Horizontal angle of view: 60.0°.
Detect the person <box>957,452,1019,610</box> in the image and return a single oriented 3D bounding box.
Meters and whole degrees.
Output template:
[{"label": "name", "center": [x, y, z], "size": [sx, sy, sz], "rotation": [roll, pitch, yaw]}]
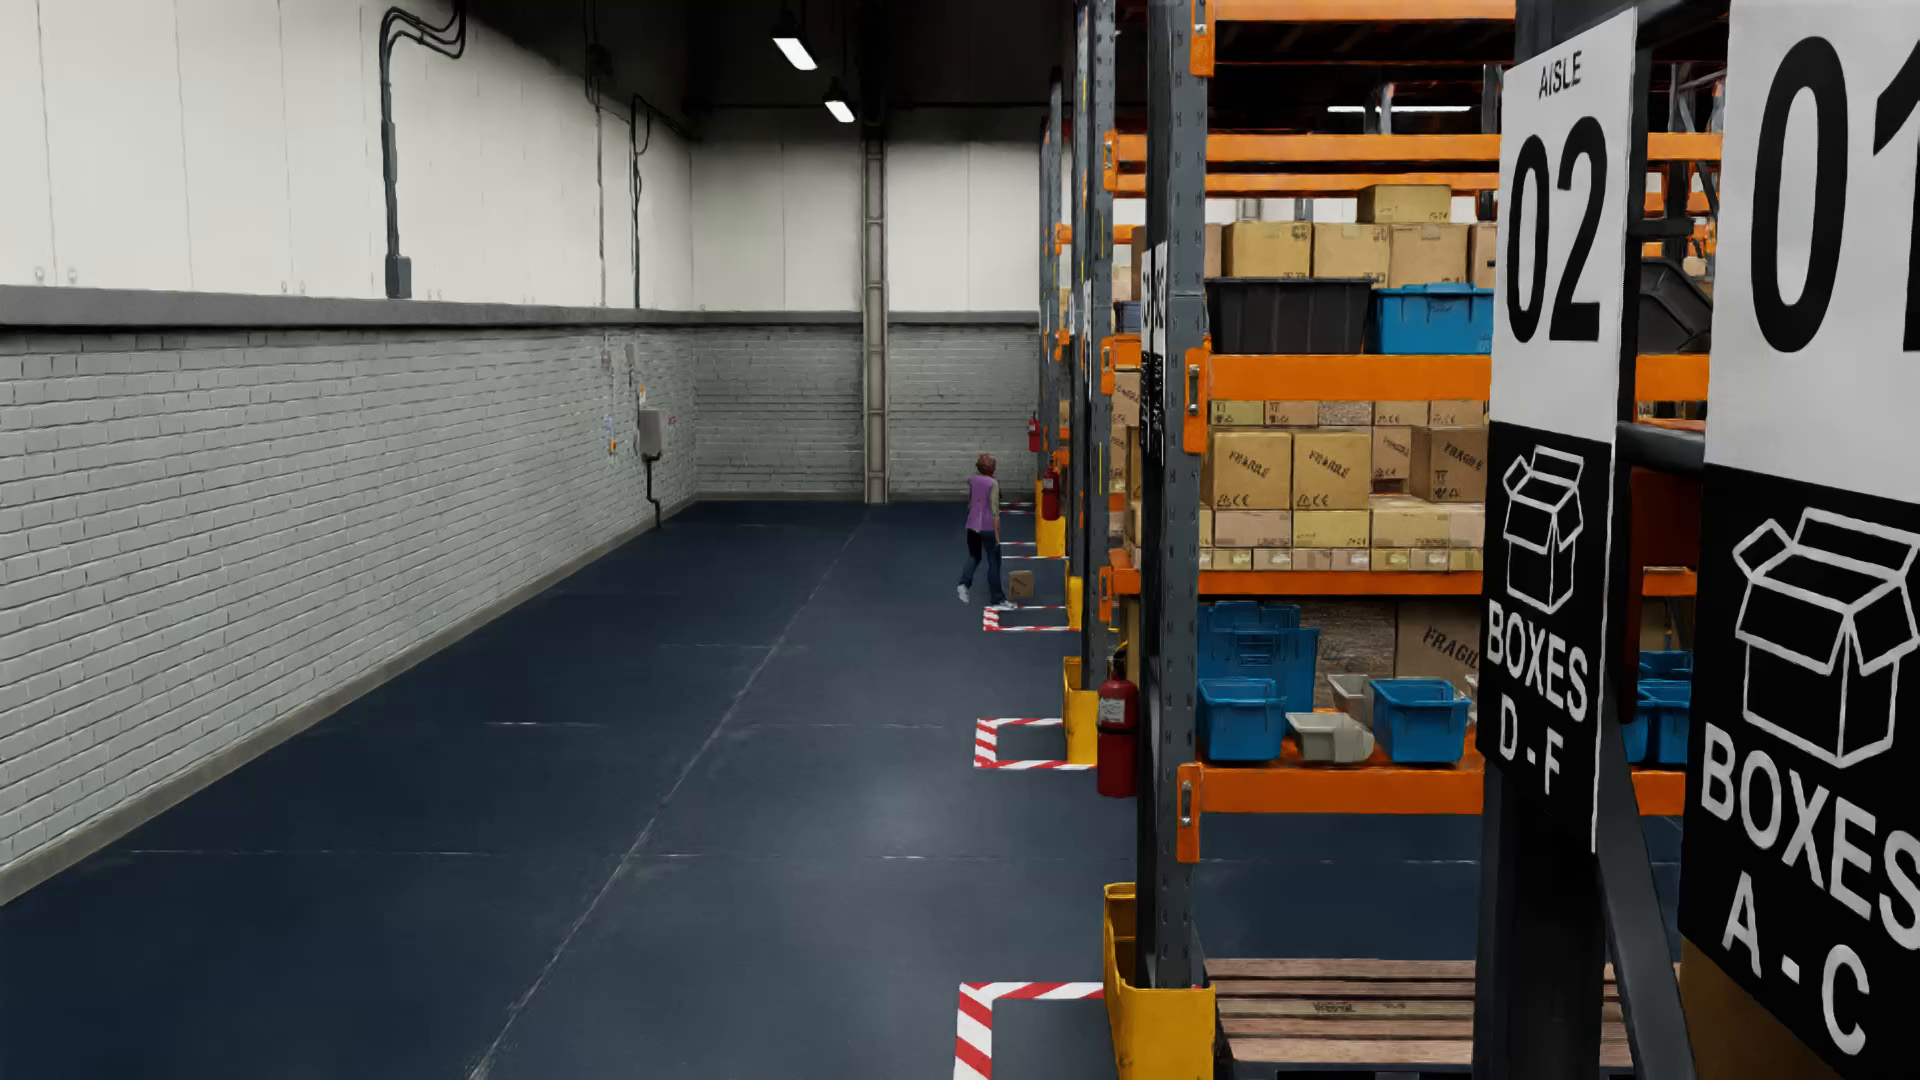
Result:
[{"label": "person", "center": [0.238, -0.085, 16.828], "size": [0.559, 1.594, 0.498], "rotation": [6, 10, 40]}]
